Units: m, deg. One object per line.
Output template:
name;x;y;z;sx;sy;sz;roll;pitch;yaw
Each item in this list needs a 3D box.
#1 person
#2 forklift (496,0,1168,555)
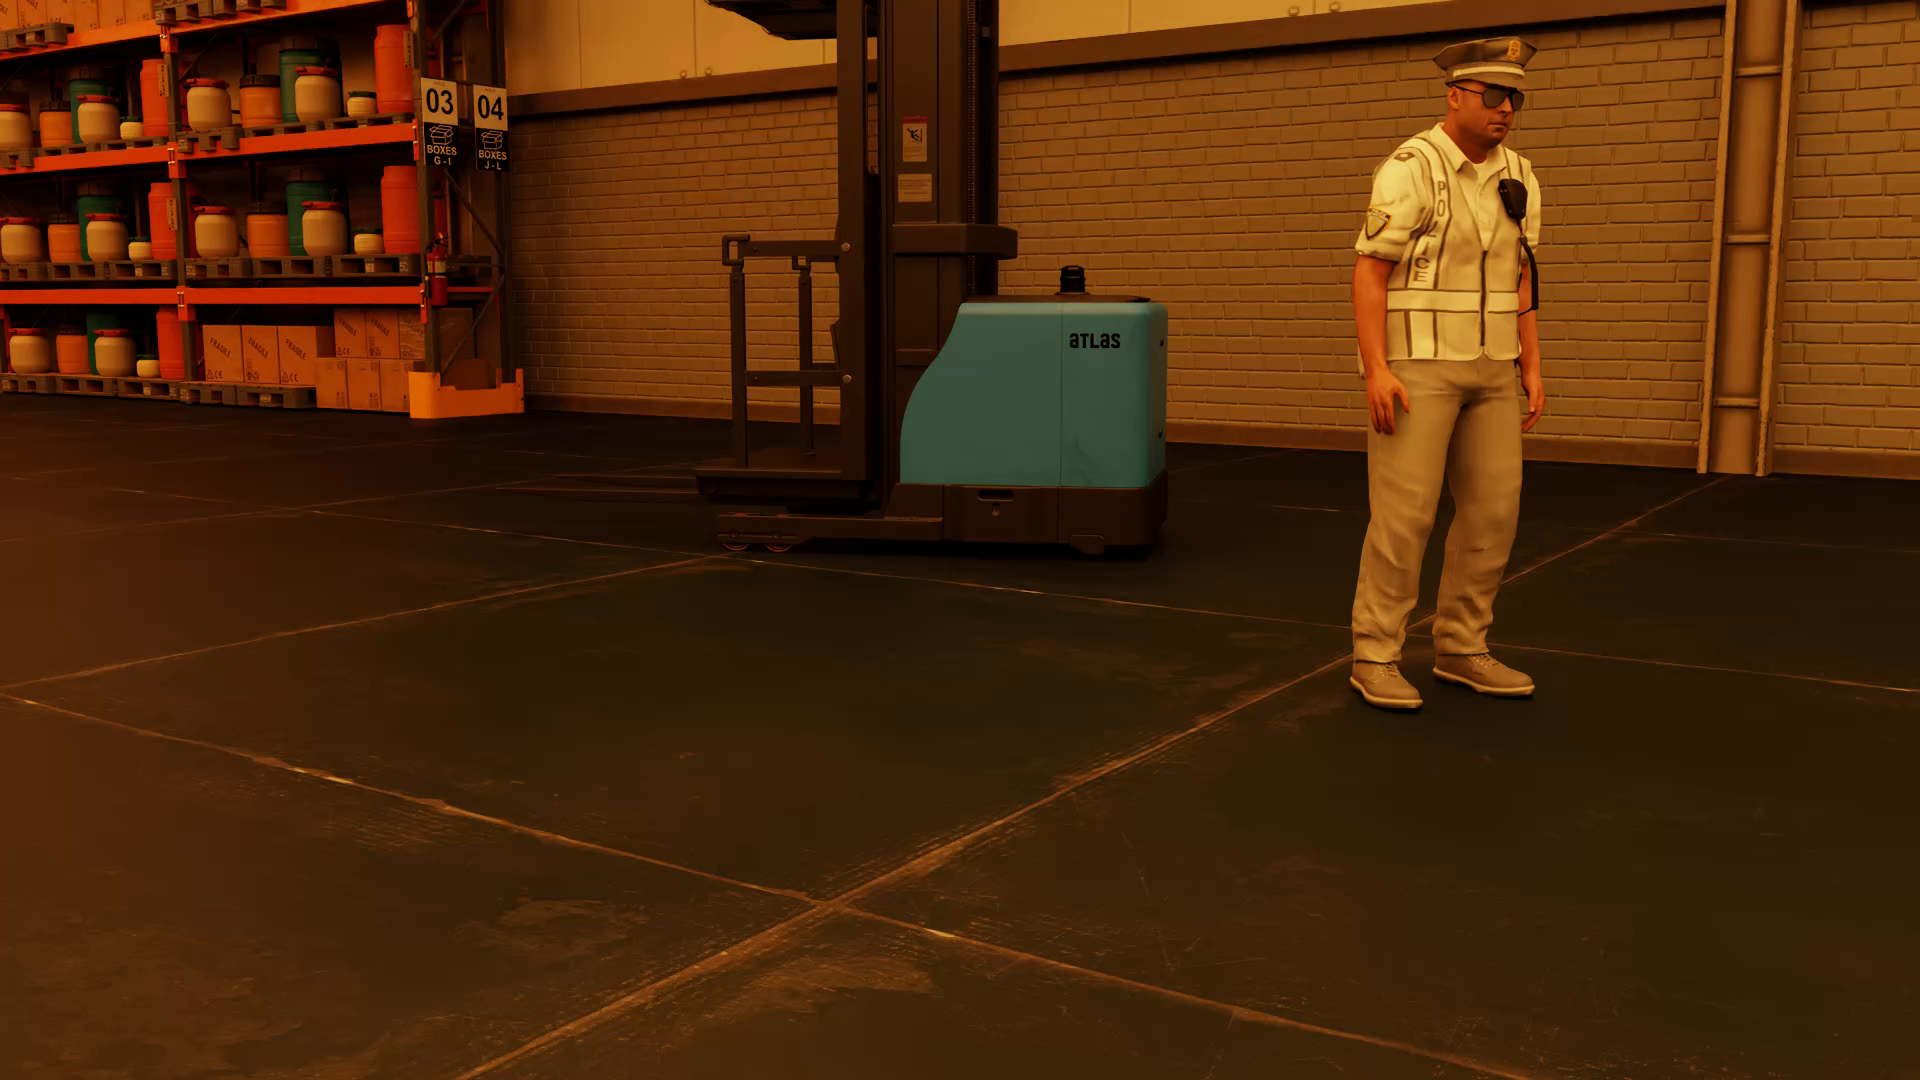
person;1.326;-0.449;4.542;0.585;1.749;0.435;-3;9;-22
forklift;-0.596;-1.469;7.520;3.031;2.935;1.130;2;8;12
